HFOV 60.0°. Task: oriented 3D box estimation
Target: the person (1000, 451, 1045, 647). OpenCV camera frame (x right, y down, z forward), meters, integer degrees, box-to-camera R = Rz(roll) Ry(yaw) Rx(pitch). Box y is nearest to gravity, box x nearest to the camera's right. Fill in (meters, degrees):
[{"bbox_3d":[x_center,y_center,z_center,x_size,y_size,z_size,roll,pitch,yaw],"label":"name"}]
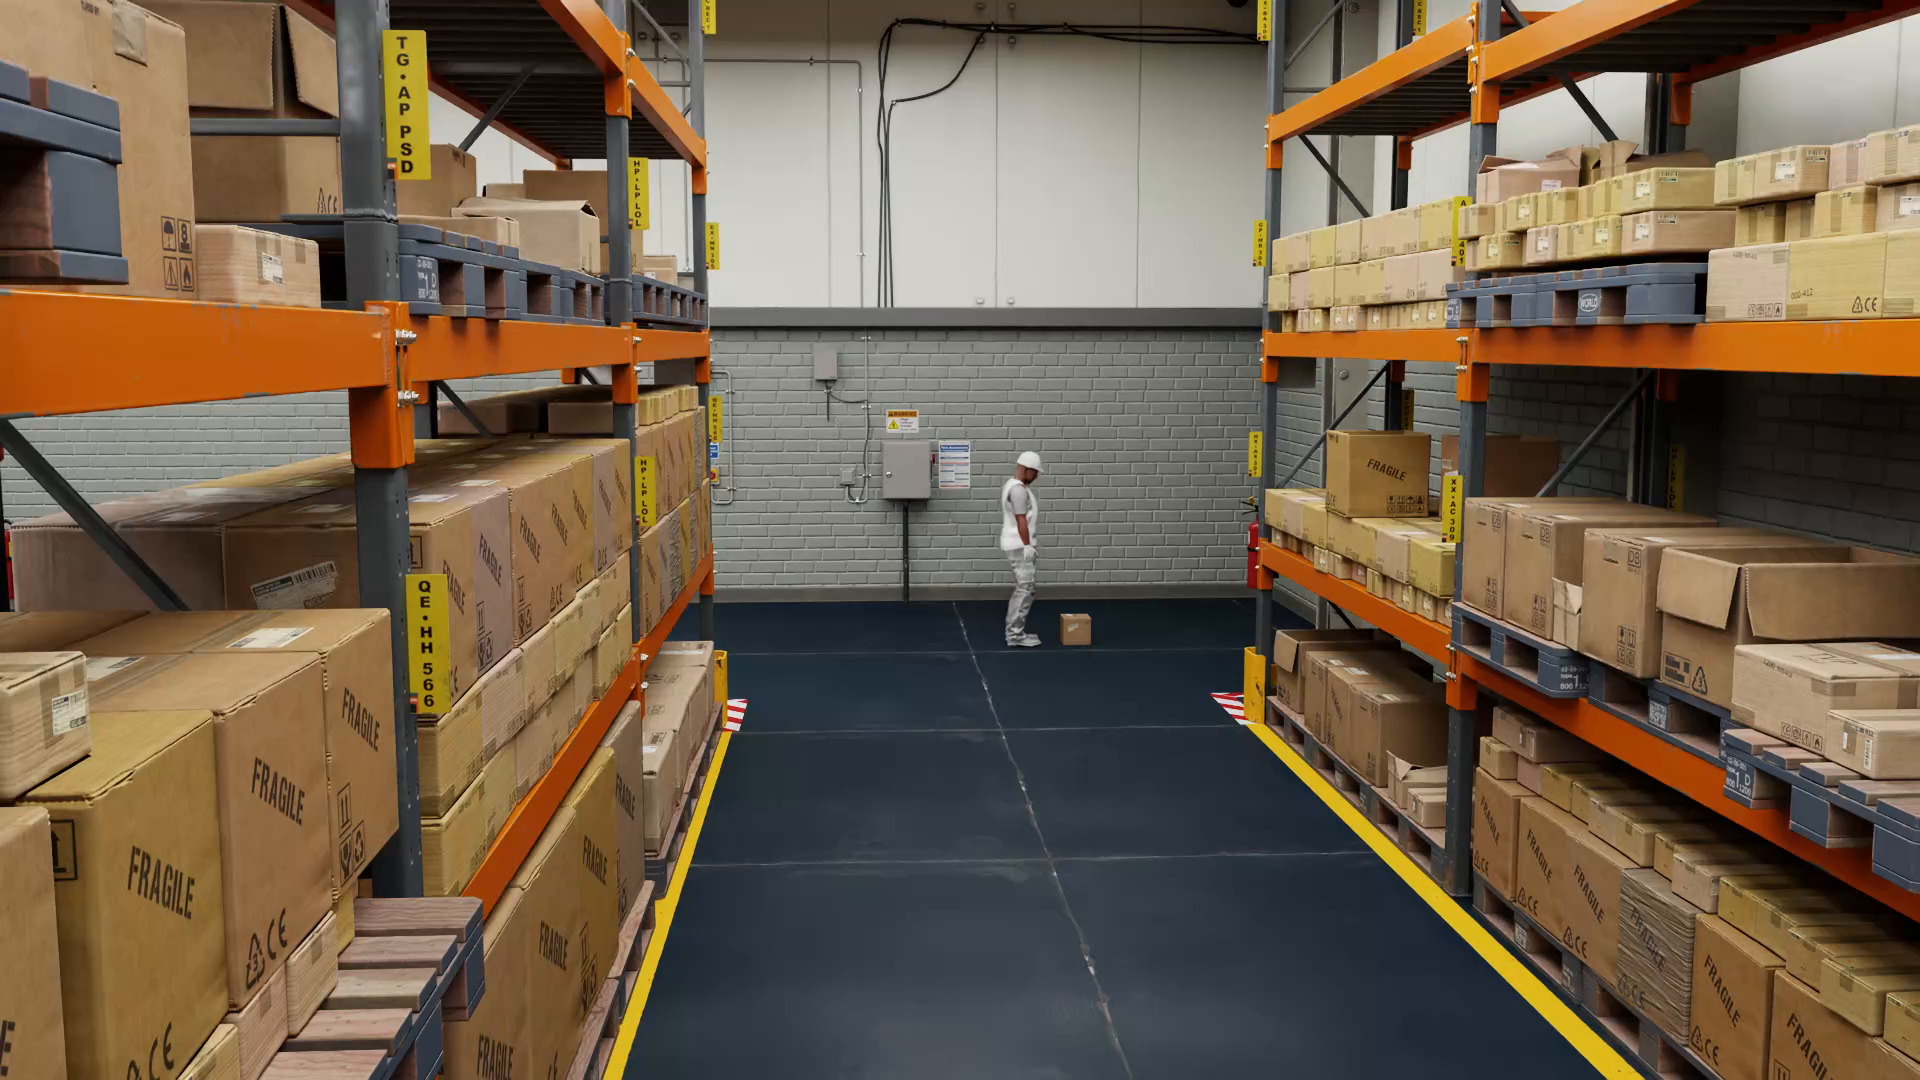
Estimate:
[{"bbox_3d":[0.567,0.073,15.146,0.401,1.759,0.559,0,7,-2],"label":"person"}]
